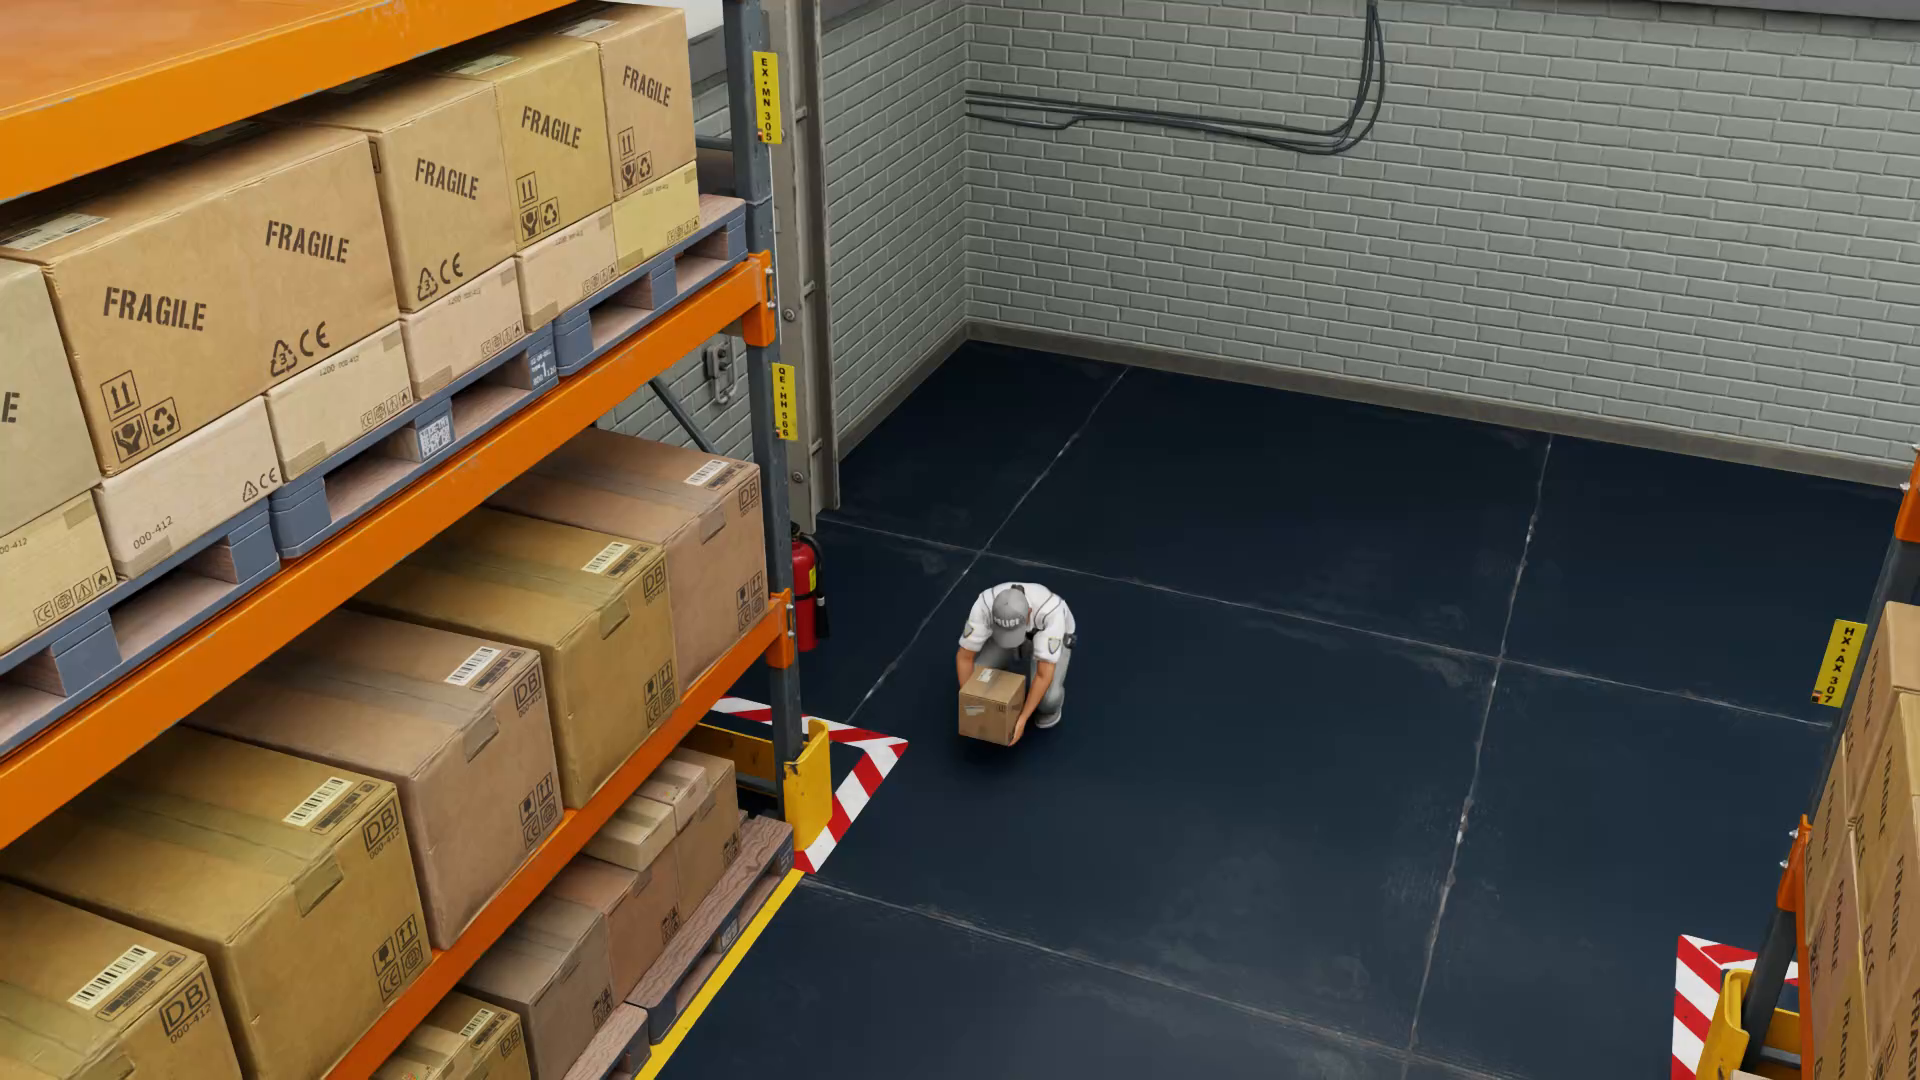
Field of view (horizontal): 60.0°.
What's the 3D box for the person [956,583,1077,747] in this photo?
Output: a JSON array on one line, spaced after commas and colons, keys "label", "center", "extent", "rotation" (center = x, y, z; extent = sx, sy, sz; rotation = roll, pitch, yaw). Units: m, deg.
[{"label": "person", "center": [0.287, 0.522, 8.228], "extent": [0.529, 0.934, 0.849], "rotation": [12, 32, 19]}]
